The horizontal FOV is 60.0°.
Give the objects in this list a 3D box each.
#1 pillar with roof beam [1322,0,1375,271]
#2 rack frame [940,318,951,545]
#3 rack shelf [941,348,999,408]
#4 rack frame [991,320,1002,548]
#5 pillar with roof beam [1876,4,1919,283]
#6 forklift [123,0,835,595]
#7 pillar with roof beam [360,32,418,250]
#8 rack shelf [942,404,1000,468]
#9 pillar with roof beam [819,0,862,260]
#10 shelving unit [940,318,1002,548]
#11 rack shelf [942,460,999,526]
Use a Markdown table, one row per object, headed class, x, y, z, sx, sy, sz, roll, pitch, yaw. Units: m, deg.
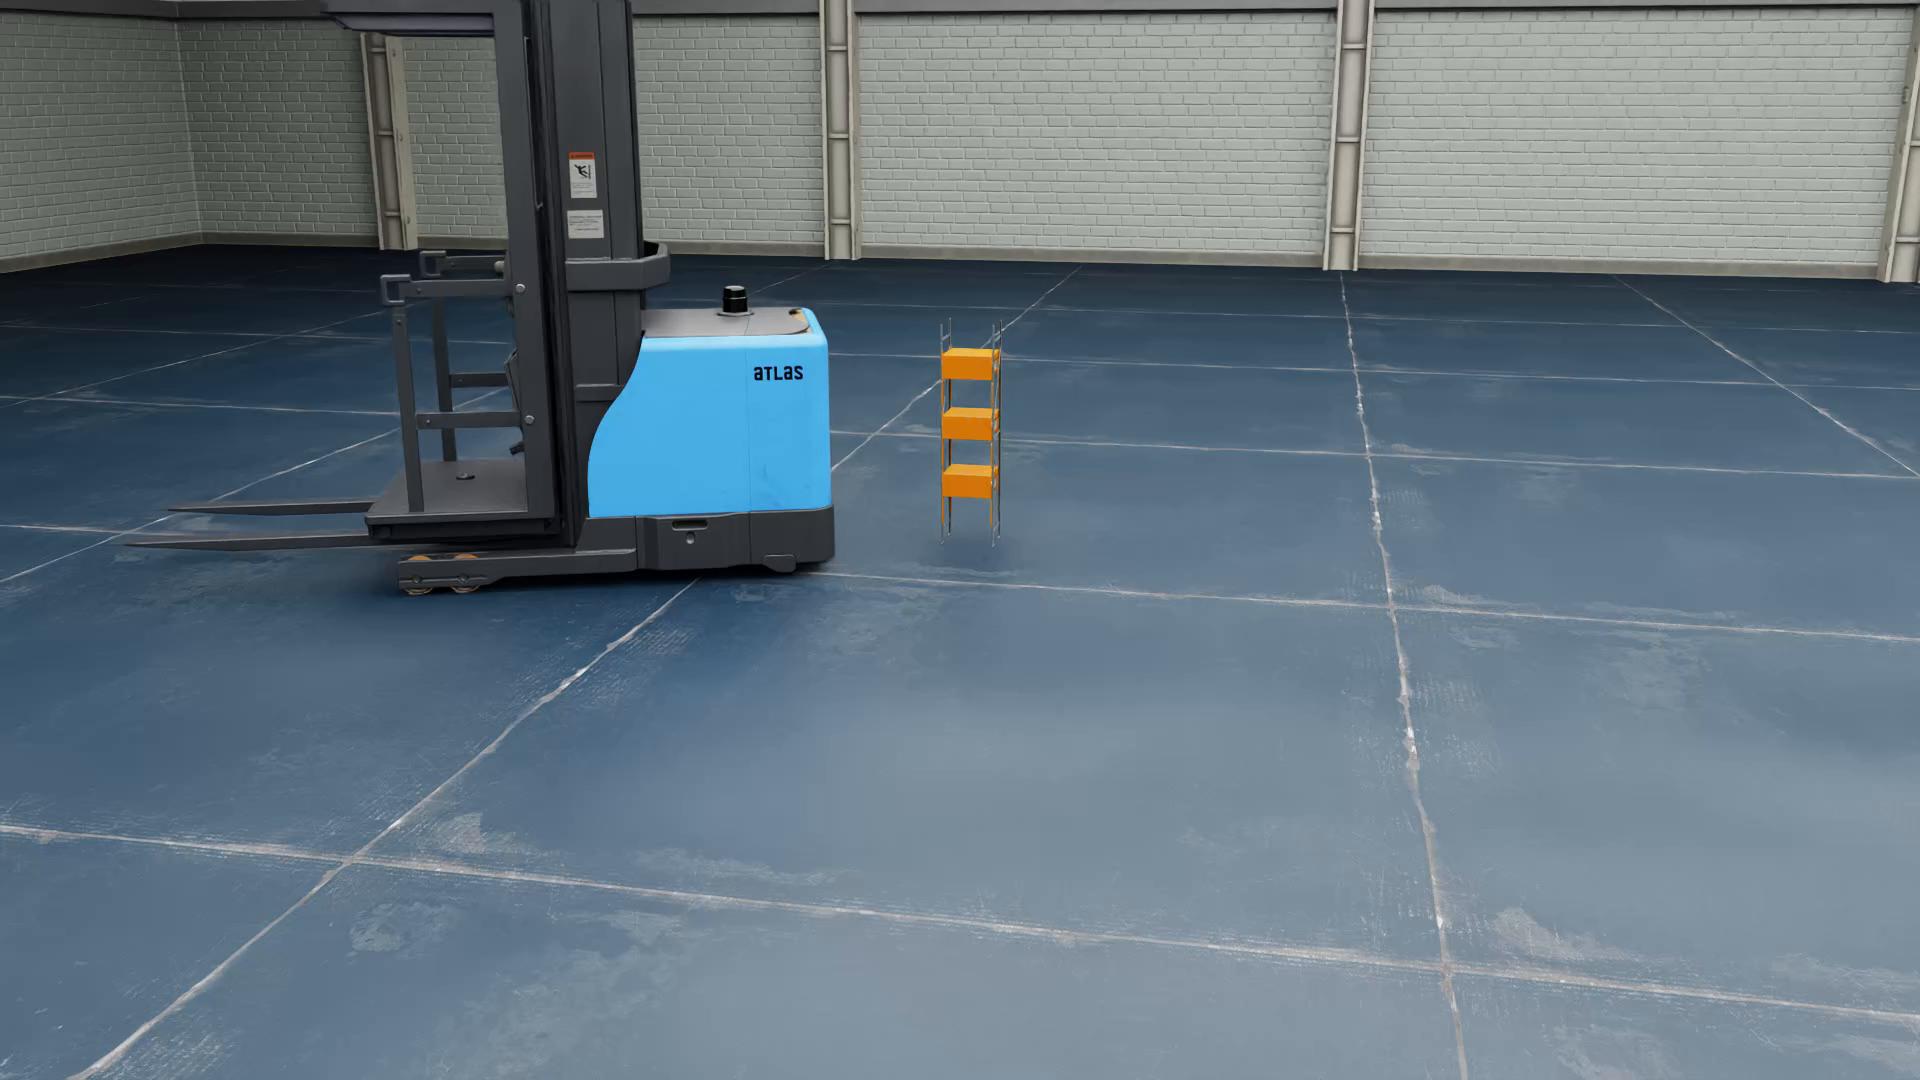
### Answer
| class | x | y | z | sx | sy | sz | roll | pitch | yaw |
| --- | --- | --- | --- | --- | --- | --- | --- | --- | --- |
| pillar with roof beam | 3.579 | -6.376 | 14.151 | 0.400 | 9.000 | 9.100 | 3 | 16 | 11 |
| rack frame | -0.067 | -0.510 | 7.865 | 0.008 | 1.050 | 0.200 | 3 | 16 | 11 |
| rack shelf | 0.052 | -0.766 | 7.769 | 0.240 | 0.259 | 0.215 | 3 | 16 | 11 |
| rack frame | 0.172 | -0.497 | 7.818 | 0.008 | 1.050 | 0.200 | 3 | 16 | 11 |
| pillar with roof beam | 9.459 | -6.056 | 12.999 | 0.400 | 9.000 | 9.100 | 3 | 16 | 11 |
| forklift | -2.123 | -1.327 | 7.294 | 3.031 | 2.935 | 1.130 | -2 | 16 | -8 |
| pillar with roof beam | -8.180 | -7.014 | 16.456 | 0.400 | 9.000 | 9.100 | 3 | 16 | 11 |
| rack shelf | 0.052 | -0.493 | 7.844 | 0.240 | 0.259 | 0.215 | 3 | 16 | 11 |
| pillar with roof beam | -2.301 | -6.695 | 15.303 | 0.400 | 9.000 | 9.100 | 3 | 16 | 11 |
| shelving unit | 0.052 | -0.503 | 7.842 | 0.252 | 1.050 | 0.215 | 3 | 16 | 11 |
| rack shelf | 0.052 | -0.225 | 7.919 | 0.240 | 0.259 | 0.215 | 3 | 16 | 11 |
